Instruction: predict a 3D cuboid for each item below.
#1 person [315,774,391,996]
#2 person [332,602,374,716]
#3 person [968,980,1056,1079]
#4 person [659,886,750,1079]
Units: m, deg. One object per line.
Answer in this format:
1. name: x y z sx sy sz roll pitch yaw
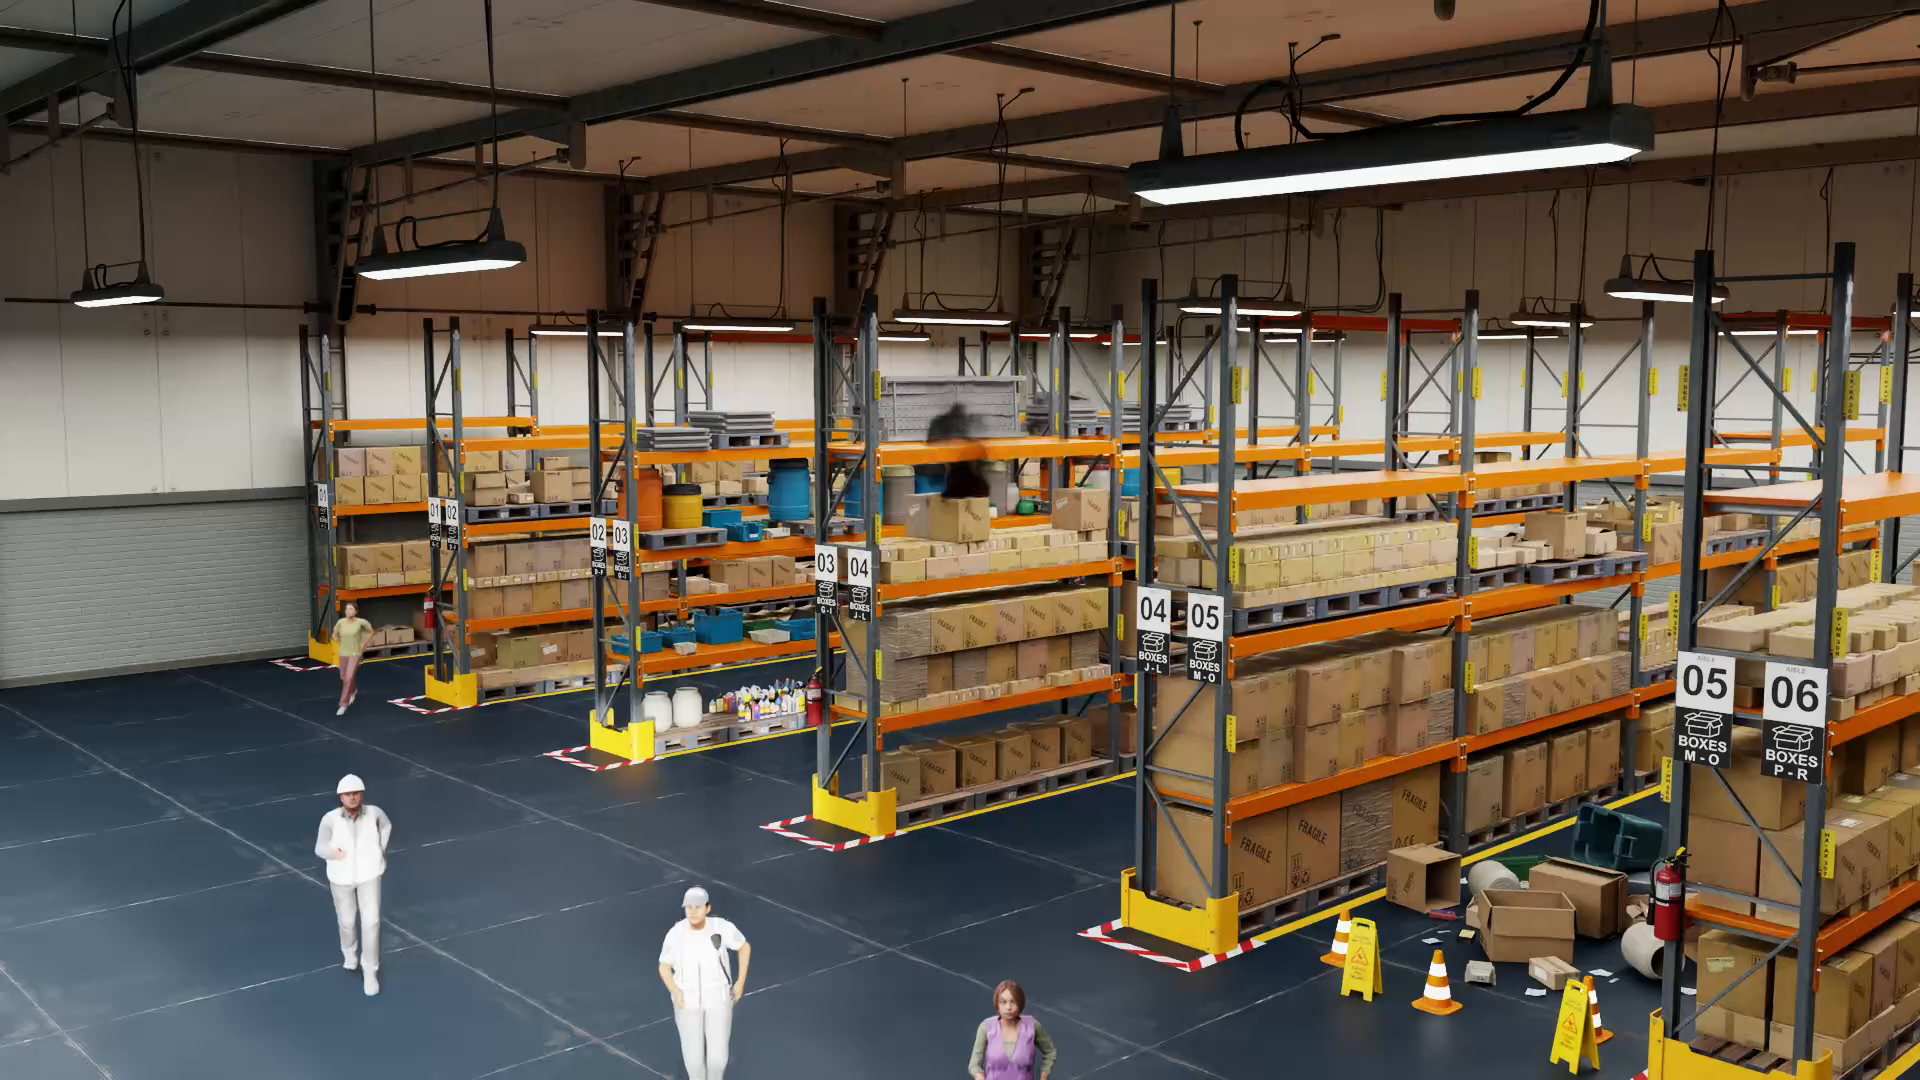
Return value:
1. person: -5.111 2.868 14.040 0.605 1.822 0.845 -2 6 -18
2. person: -9.287 1.773 25.406 0.588 1.683 0.886 0 6 1
3. person: 0.301 3.387 9.828 0.519 1.559 0.555 0 6 4
4. person: -1.770 3.201 11.476 0.618 1.627 0.570 0 6 -3
